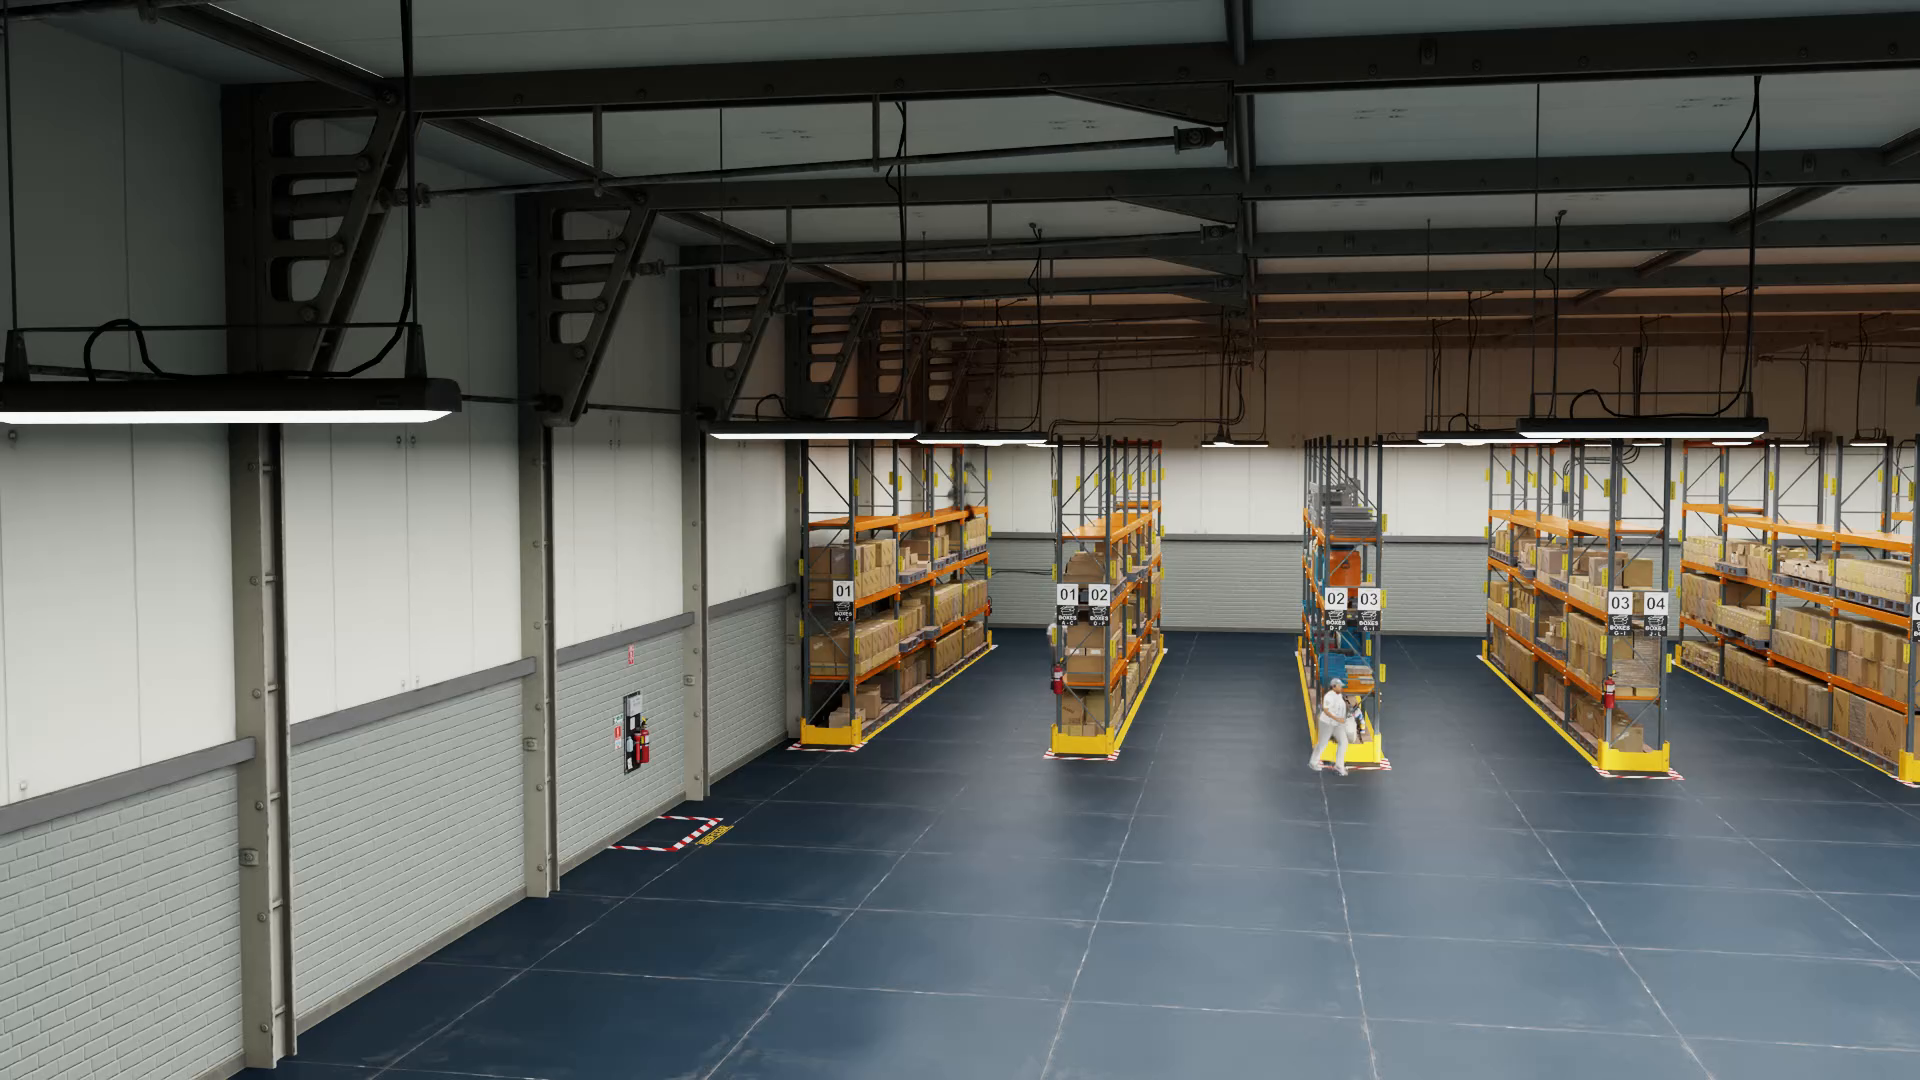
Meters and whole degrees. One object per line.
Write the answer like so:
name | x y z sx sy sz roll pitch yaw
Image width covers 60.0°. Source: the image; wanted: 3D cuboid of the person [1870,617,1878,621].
person | 24.785 2.585 44.980 0.575 1.456 0.545 2 4 33

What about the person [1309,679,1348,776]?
person | 6.582 3.296 29.424 0.562 1.705 0.742 -3 4 -42

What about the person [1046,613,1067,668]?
person | 2.409 2.580 41.248 0.525 1.571 0.745 1 3 17
